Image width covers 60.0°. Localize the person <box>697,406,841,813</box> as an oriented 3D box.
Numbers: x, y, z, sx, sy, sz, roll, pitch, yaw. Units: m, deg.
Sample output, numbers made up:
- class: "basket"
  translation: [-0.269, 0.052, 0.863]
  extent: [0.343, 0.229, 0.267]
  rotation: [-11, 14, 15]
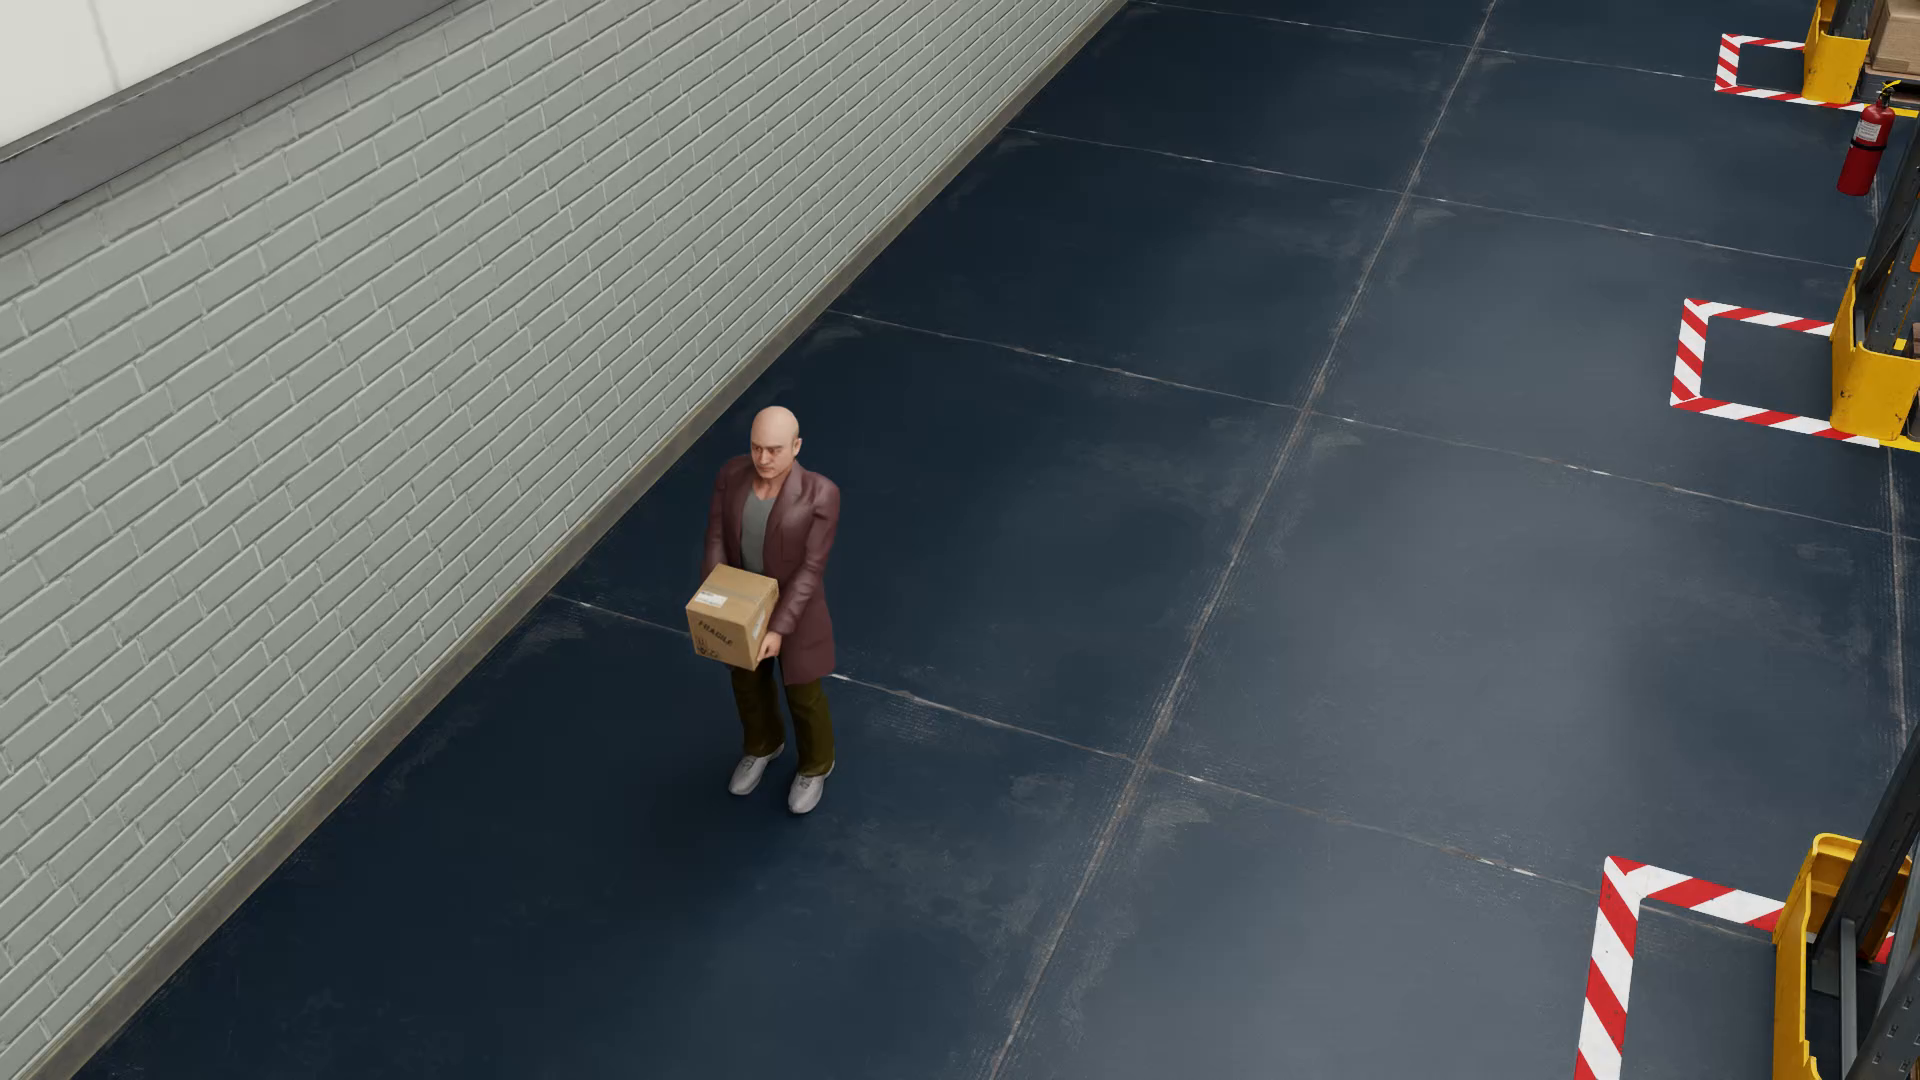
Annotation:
- class: "person"
  translation: [-0.751, 0.329, 6.401]
  extent: [0.529, 1.773, 0.550]
  rotation: [15, 39, 19]
